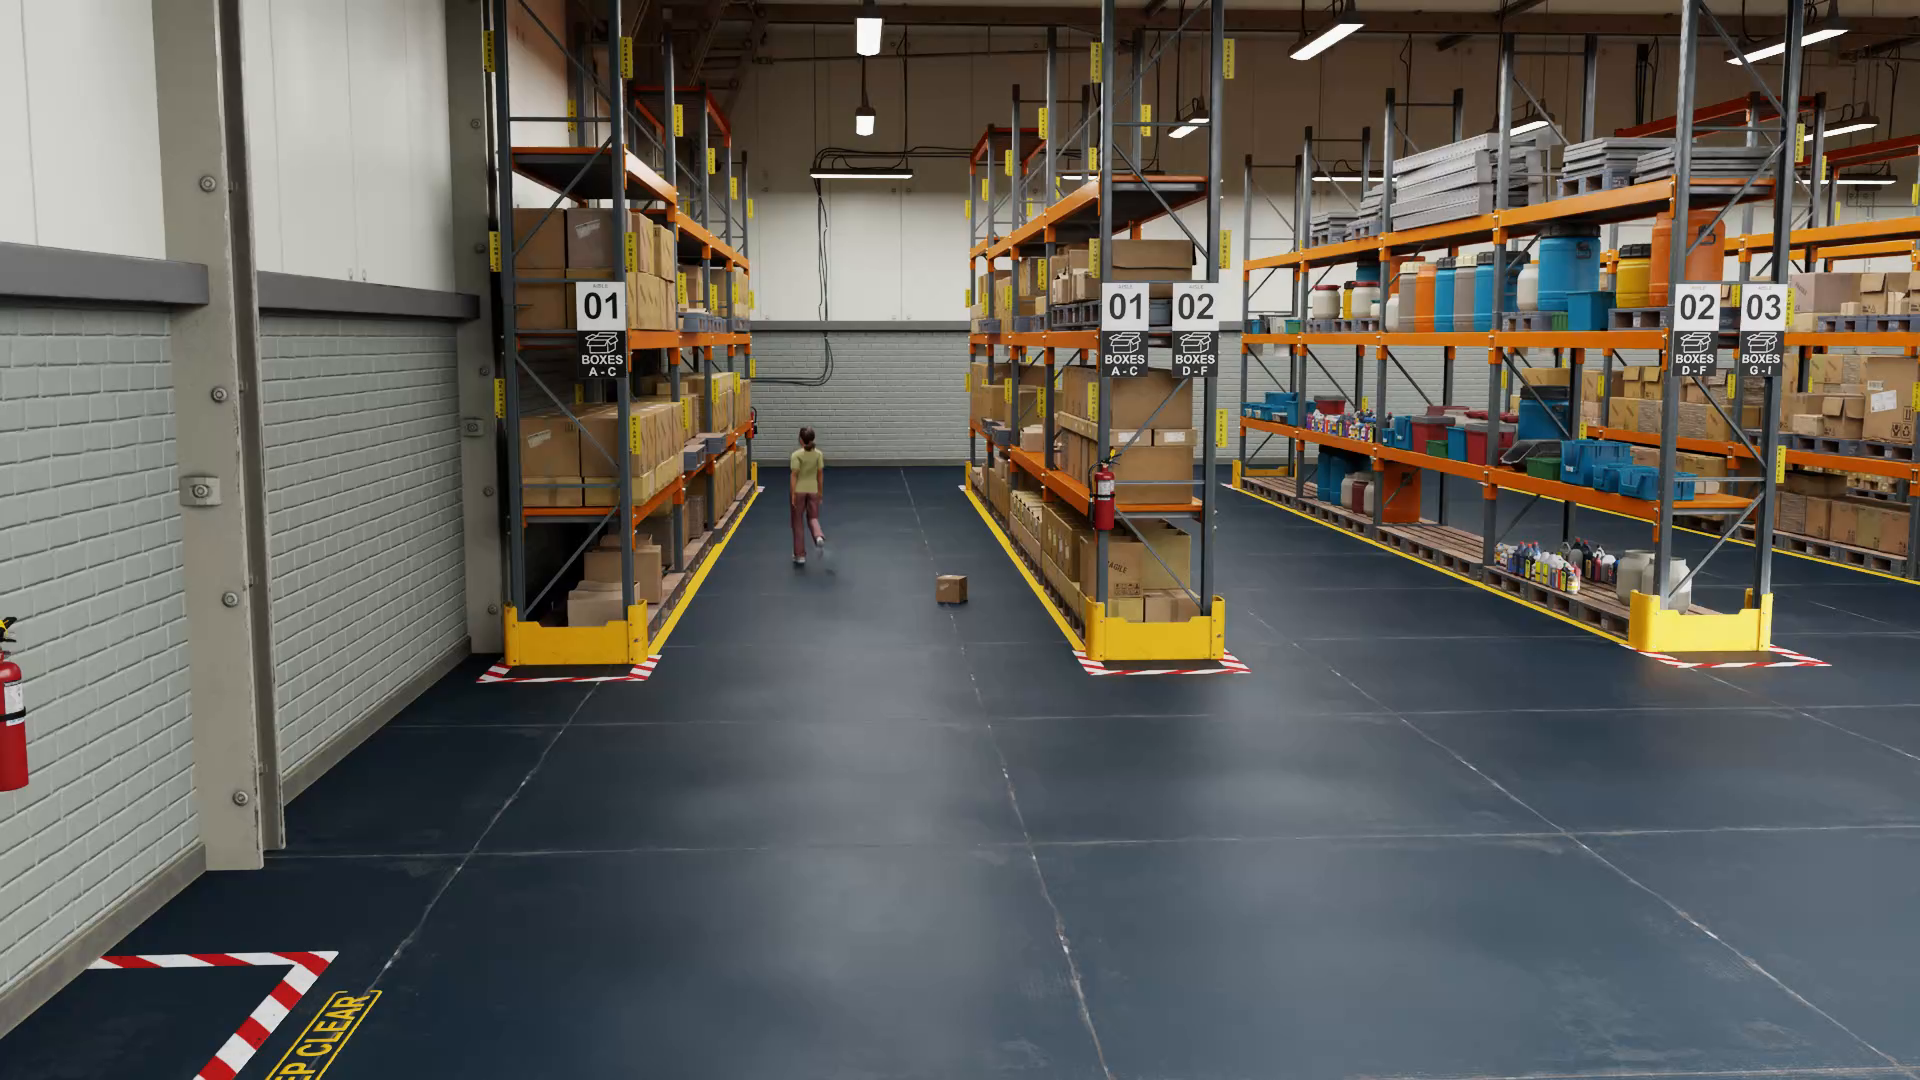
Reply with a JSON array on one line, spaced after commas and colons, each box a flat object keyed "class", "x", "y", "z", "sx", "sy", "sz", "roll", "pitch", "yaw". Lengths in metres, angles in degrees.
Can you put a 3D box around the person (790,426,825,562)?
[{"class": "person", "x": -1.859, "y": -0.545, "z": 20.113, "sx": 0.443, "sy": 1.656, "sz": 0.645, "roll": -3, "pitch": 8, "yaw": -24}]
